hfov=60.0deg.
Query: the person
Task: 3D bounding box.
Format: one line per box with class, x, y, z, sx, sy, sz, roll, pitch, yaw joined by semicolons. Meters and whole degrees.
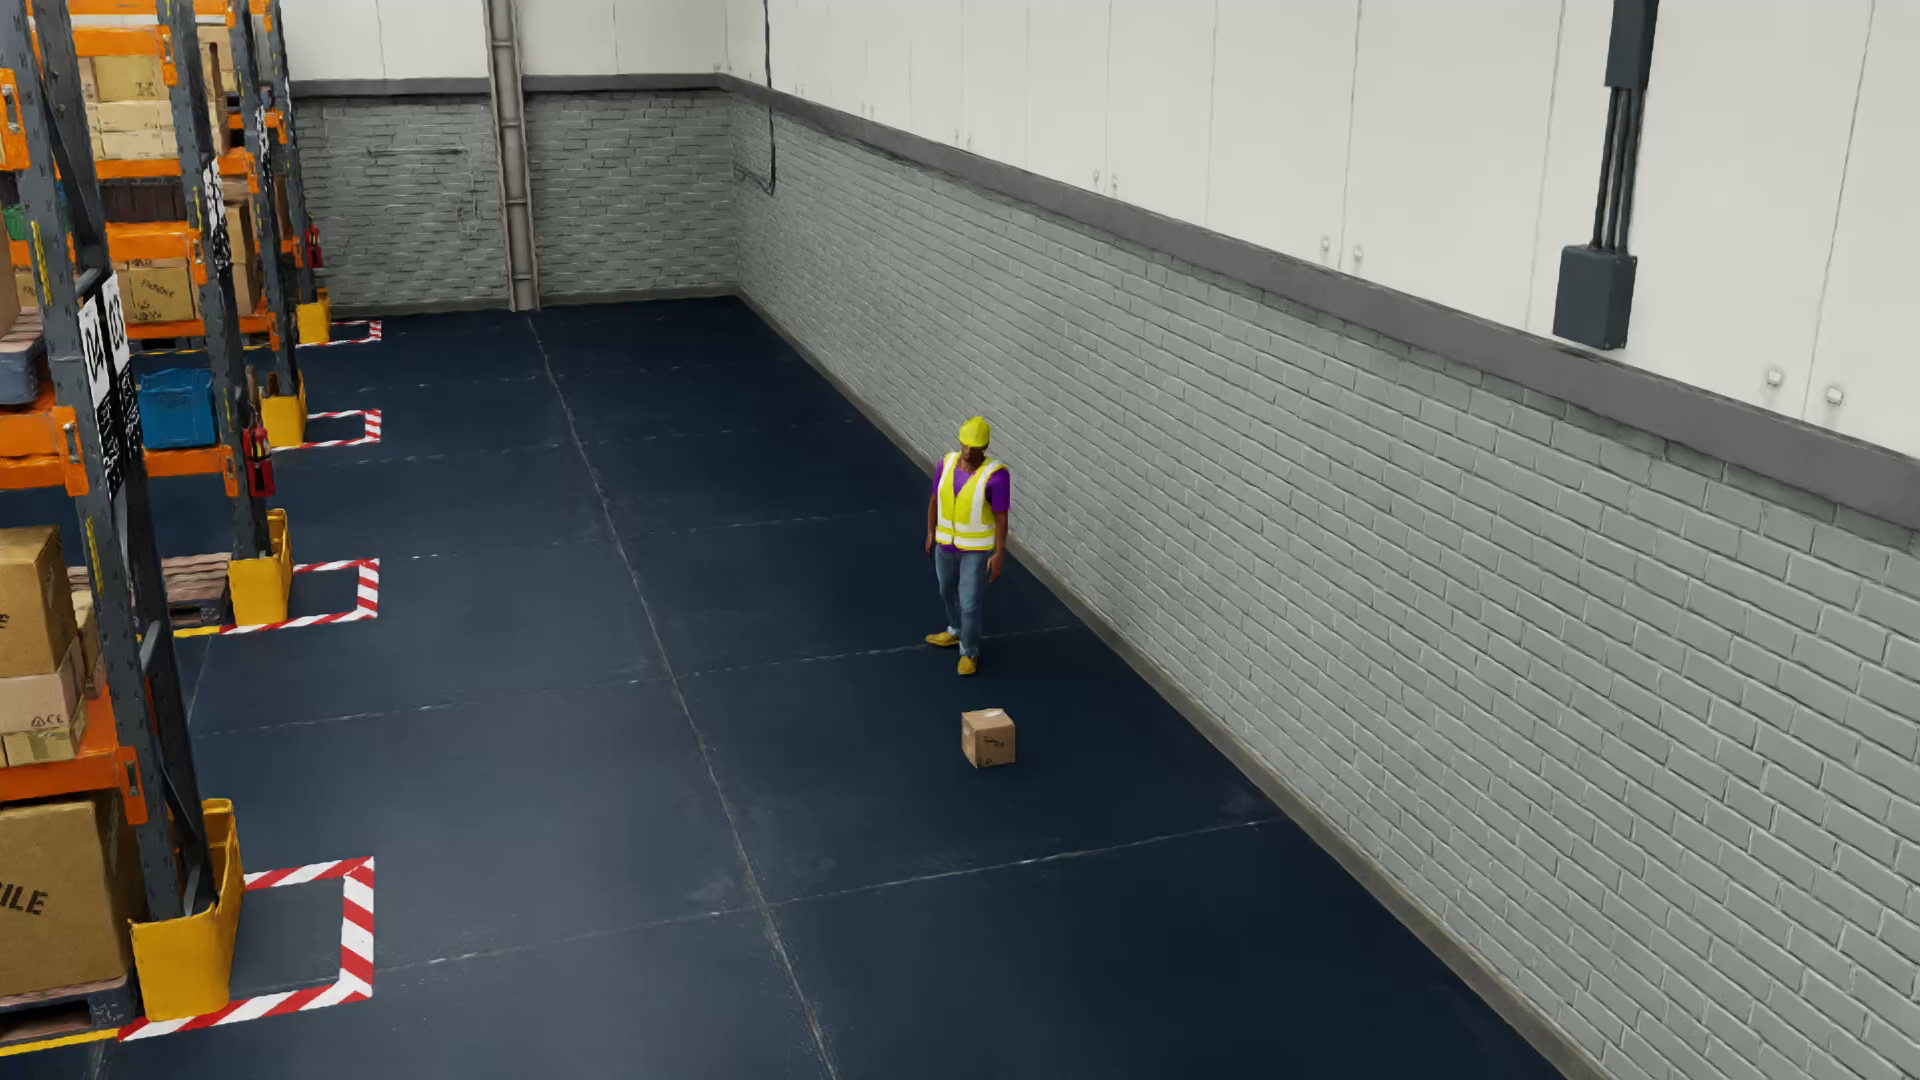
person;0.023;-0.004;11.067;0.716;1.747;0.508;13;23;33
